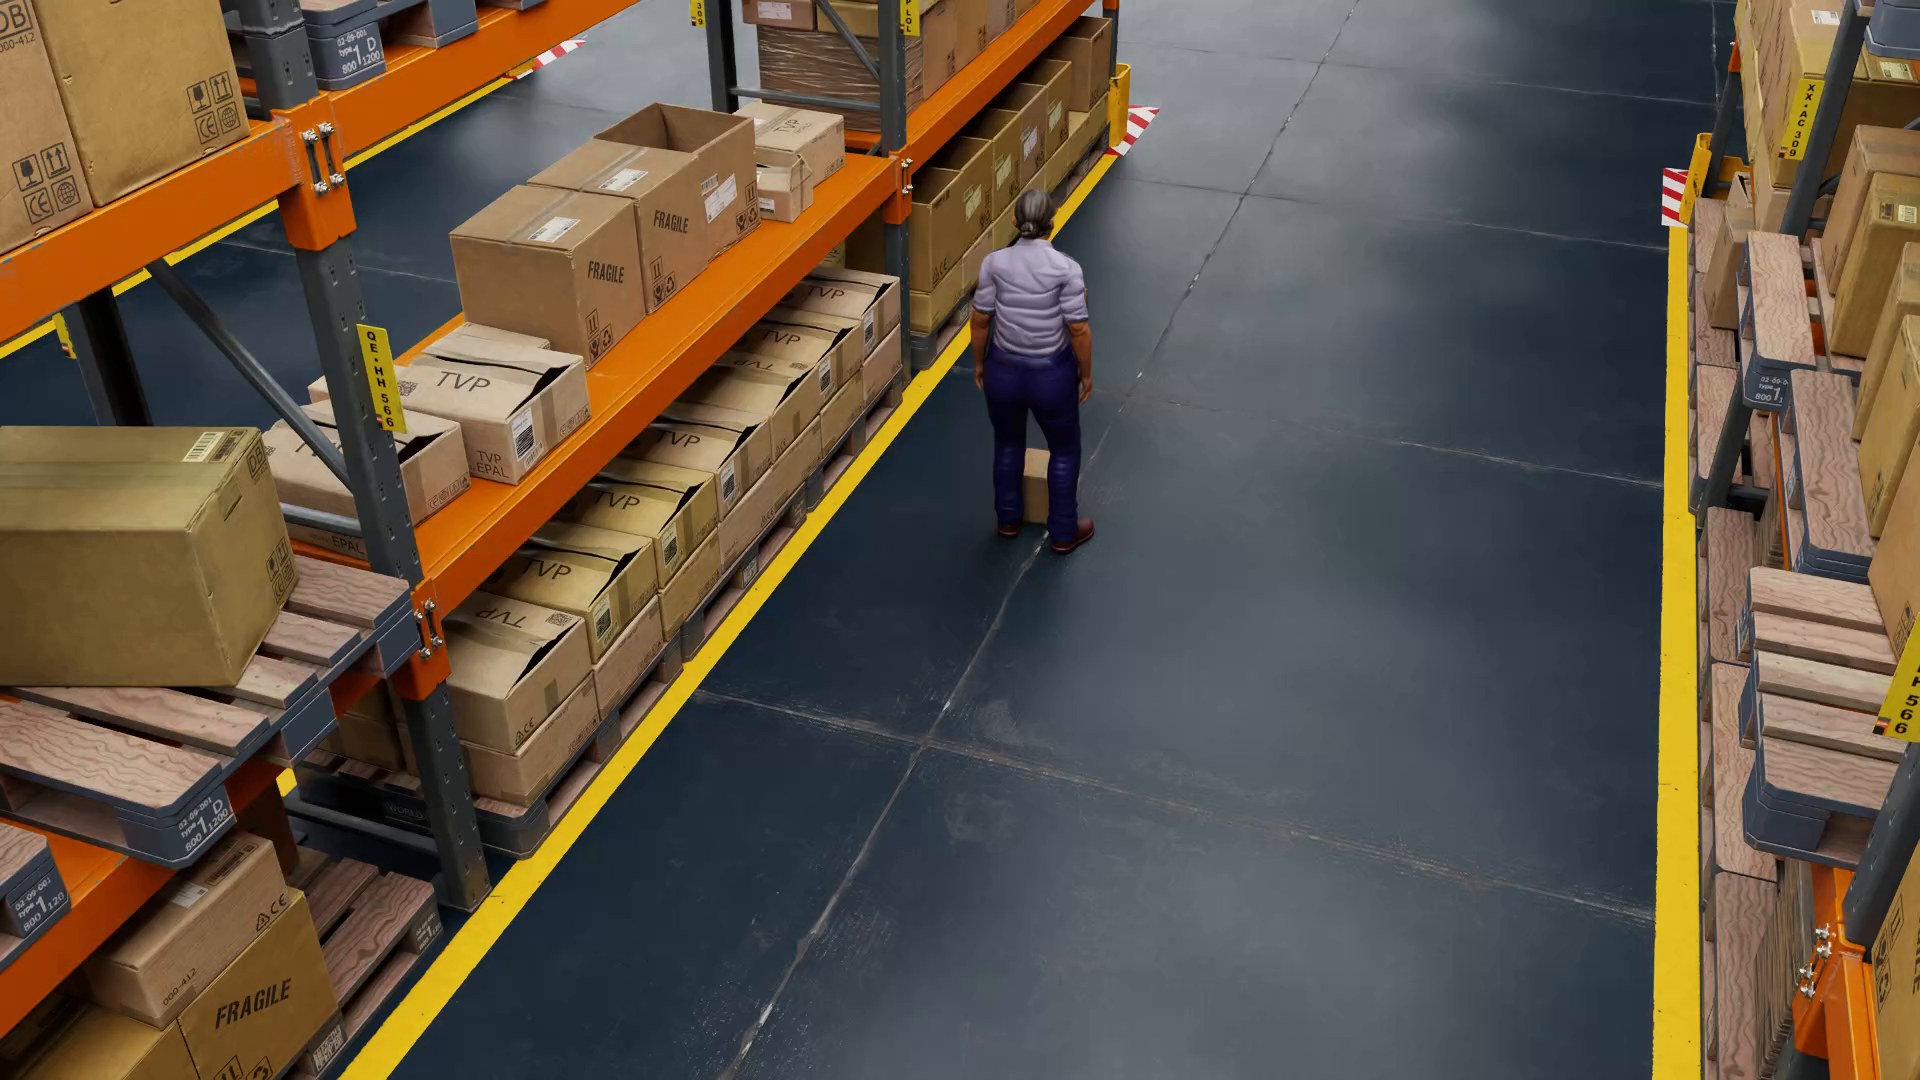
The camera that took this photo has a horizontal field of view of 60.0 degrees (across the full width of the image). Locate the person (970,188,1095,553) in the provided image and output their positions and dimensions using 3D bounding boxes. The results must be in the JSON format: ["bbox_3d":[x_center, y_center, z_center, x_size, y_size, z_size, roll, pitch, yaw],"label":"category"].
[{"bbox_3d":[0.329,-0.724,7.242,0.563,1.653,0.418,10,35,14],"label":"person"}]
